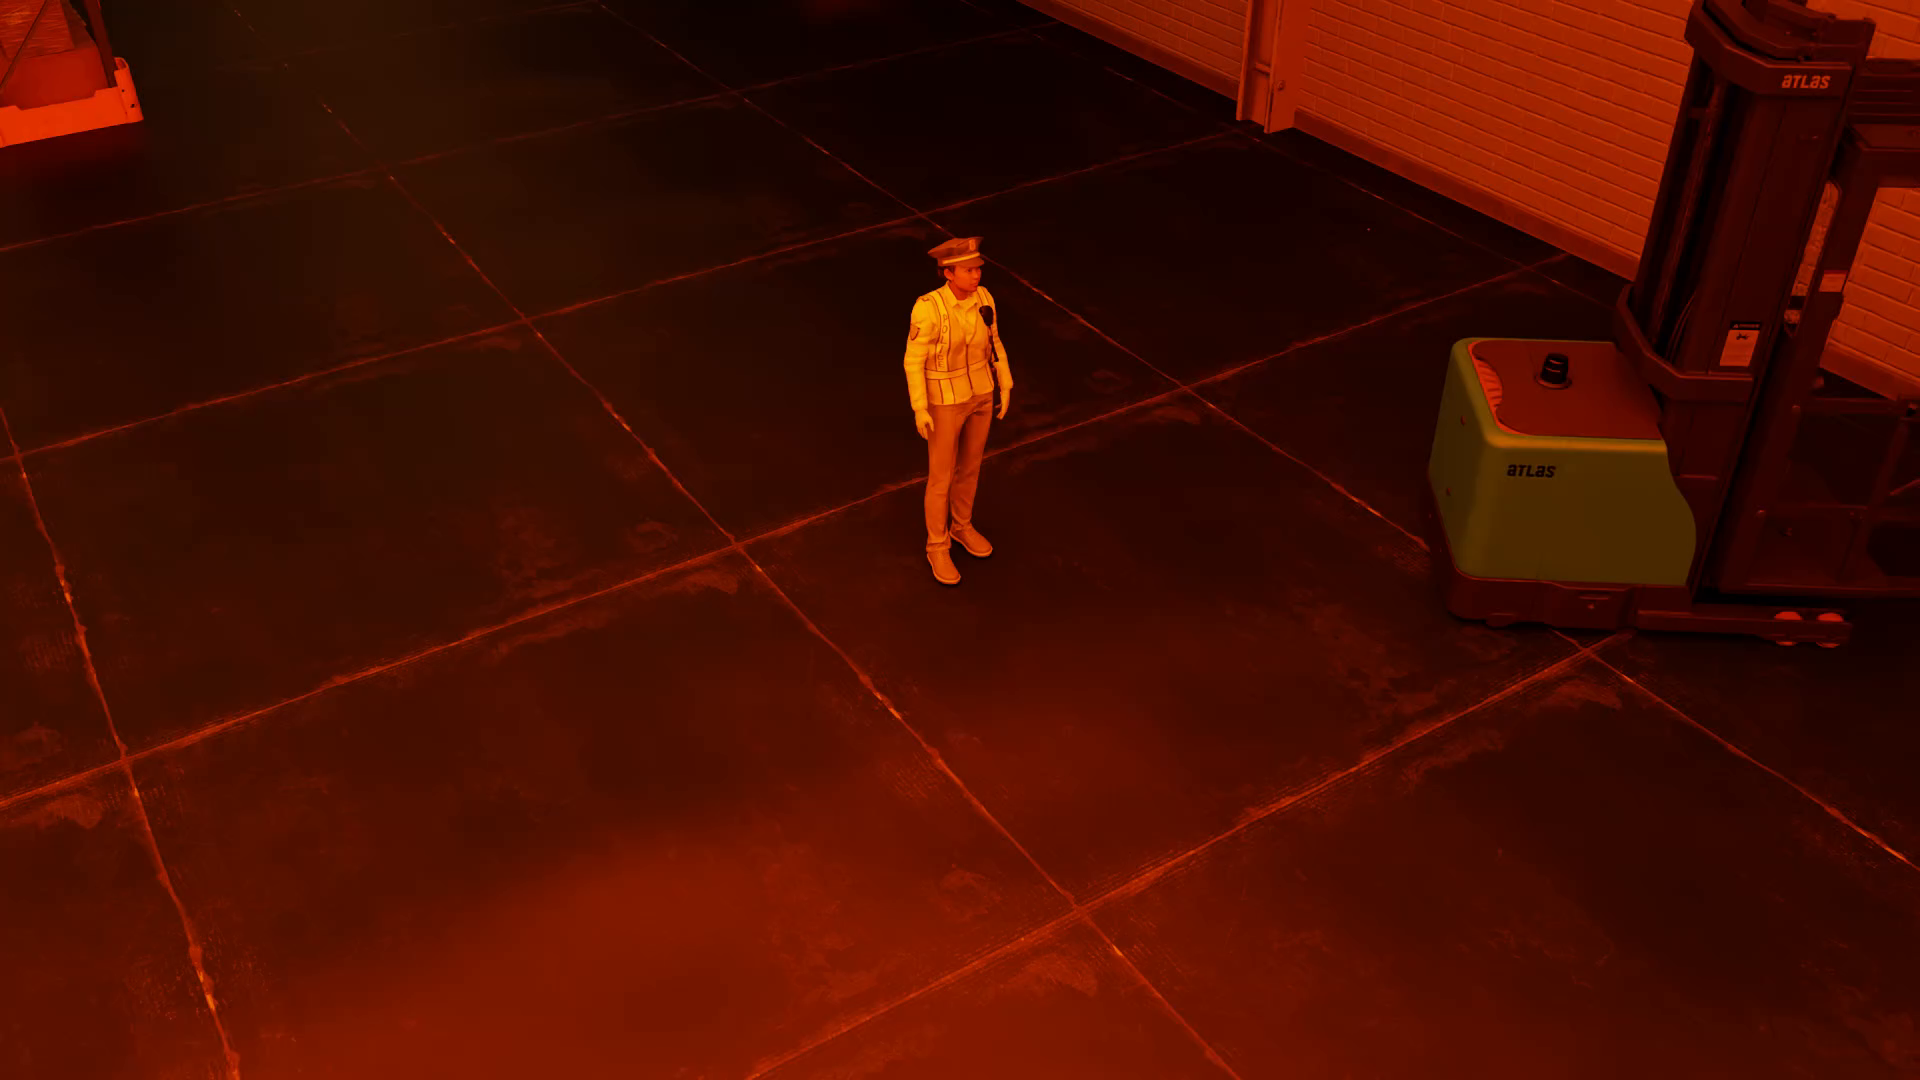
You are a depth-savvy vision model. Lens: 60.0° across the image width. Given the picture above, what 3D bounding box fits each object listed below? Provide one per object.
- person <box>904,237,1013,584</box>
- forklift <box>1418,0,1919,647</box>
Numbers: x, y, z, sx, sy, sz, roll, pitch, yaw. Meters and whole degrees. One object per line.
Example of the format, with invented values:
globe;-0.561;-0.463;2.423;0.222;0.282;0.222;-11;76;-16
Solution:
person;0.031;-0.665;8.157;0.587;1.696;0.534;-21;40;-27
forklift;3.909;-1.003;7.575;3.031;2.935;1.130;2;35;3
